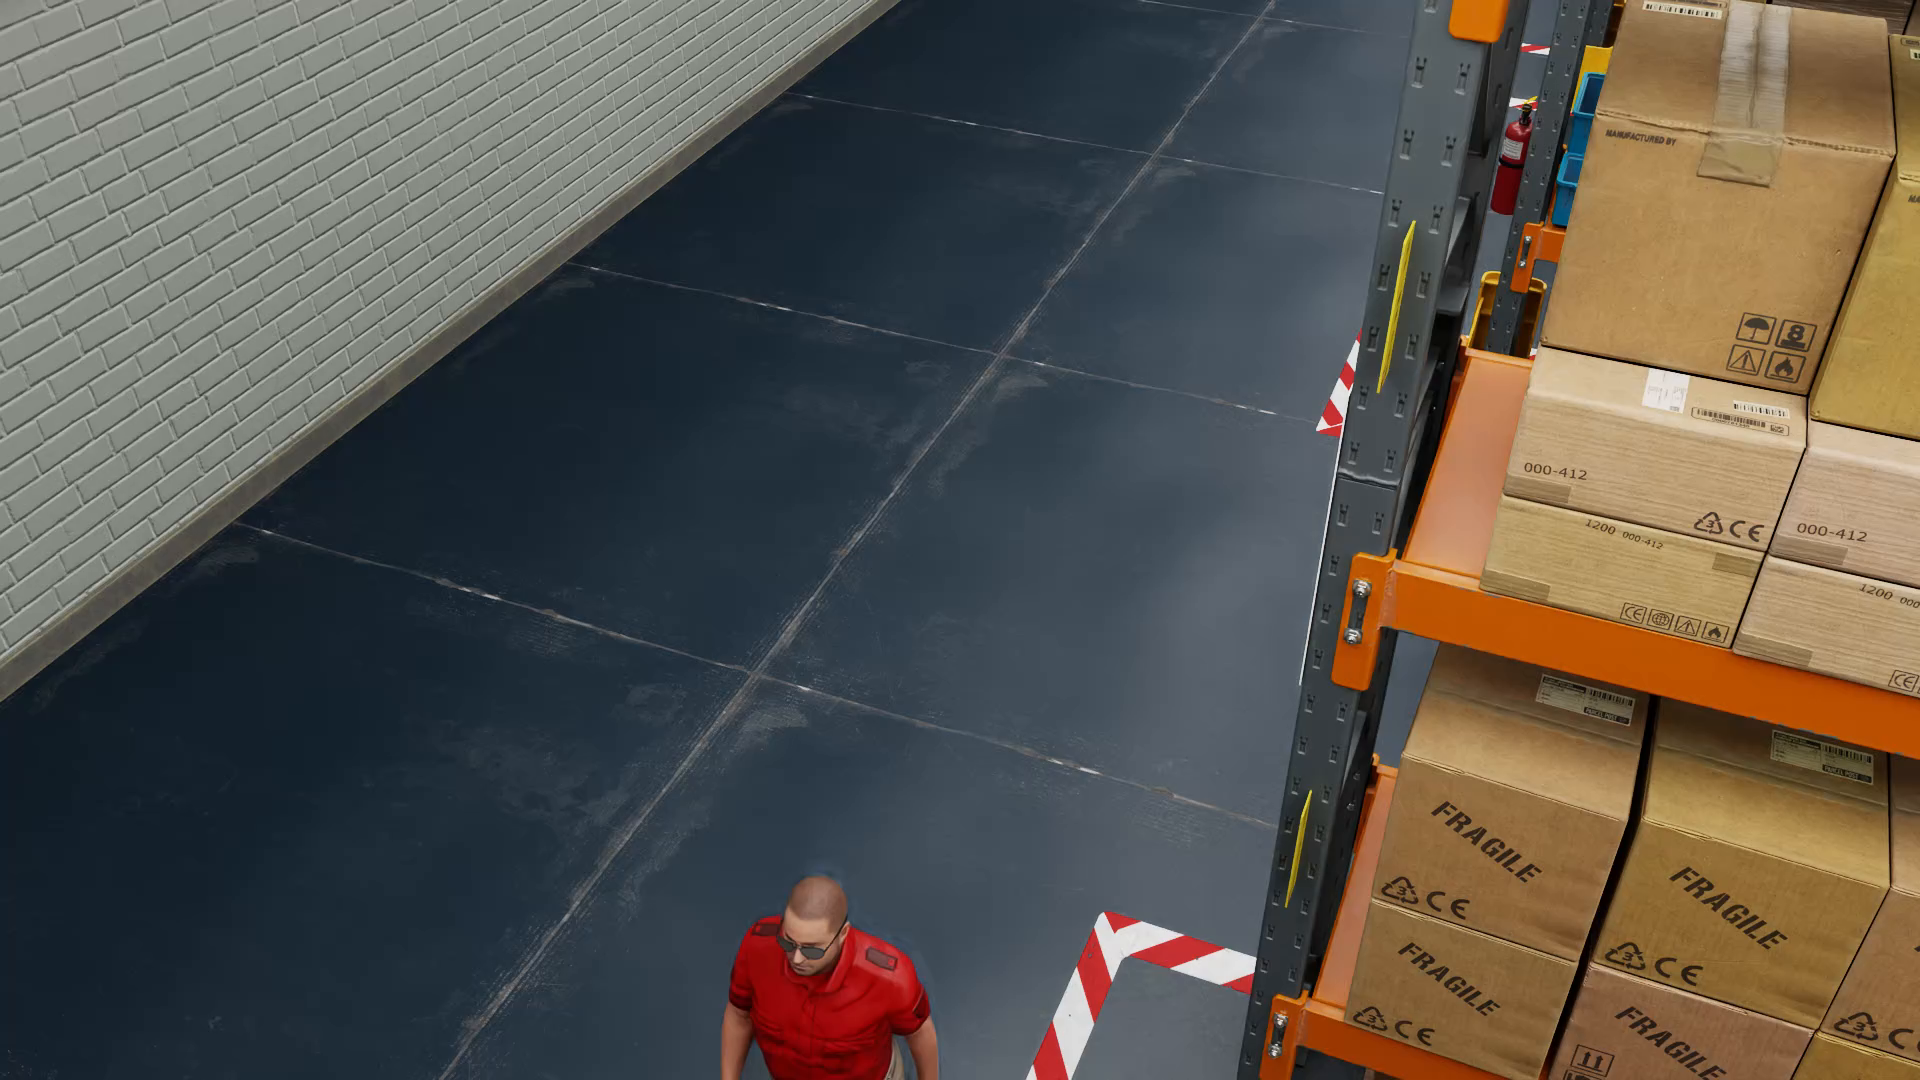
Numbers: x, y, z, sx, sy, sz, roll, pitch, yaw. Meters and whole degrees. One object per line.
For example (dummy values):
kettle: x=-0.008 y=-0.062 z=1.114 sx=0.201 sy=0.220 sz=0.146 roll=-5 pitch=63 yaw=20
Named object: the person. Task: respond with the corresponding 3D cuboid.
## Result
person: x=-0.365 y=1.510 z=4.759 sx=0.578 sy=1.602 sz=0.786 roll=16 pitch=40 yaw=20
